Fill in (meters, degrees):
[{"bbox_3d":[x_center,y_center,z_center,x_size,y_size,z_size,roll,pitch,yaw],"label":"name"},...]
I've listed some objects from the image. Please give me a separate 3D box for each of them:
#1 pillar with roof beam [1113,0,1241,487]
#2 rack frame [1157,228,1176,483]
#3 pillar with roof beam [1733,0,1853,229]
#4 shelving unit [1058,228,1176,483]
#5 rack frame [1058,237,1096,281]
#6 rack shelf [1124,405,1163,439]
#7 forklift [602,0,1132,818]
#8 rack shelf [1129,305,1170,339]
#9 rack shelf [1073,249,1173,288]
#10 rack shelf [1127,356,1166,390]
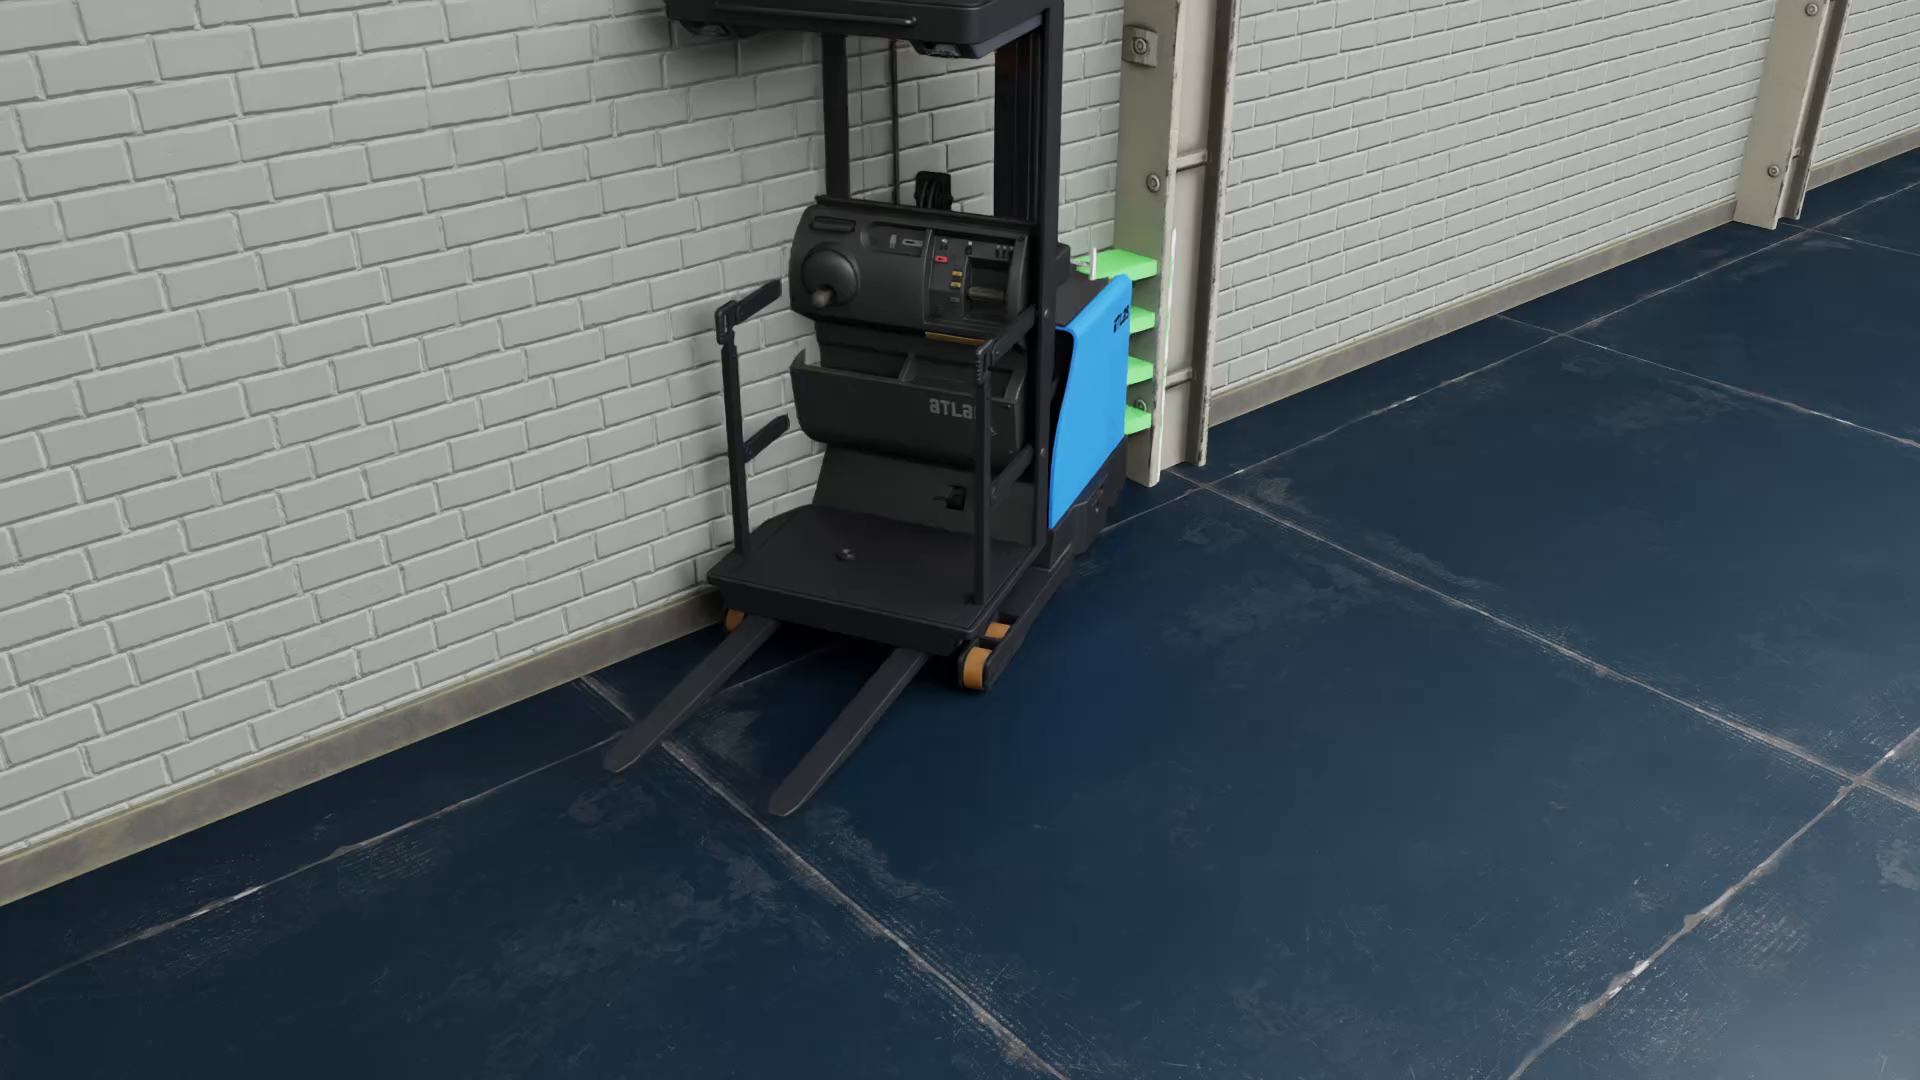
[{"bbox_3d":[3.721,-2.785,2.913,0.400,9.000,9.100,-22,35,-35],"label":"pillar with roof beam"},{"bbox_3d":[0.849,-0.848,7.564,0.015,1.200,0.240,-20,32,-36],"label":"rack frame"},{"bbox_3d":[8.285,-4.620,6.348,0.400,9.000,9.100,-22,35,-35],"label":"pillar with roof beam"},{"bbox_3d":[0.664,-0.781,7.420,0.503,1.200,0.258,-20,32,-36],"label":"shelving unit"},{"bbox_3d":[0.479,-0.714,7.275,0.015,1.200,0.240,-20,32,-36],"label":"rack frame"},{"bbox_3d":[0.661,-0.507,7.551,0.480,0.148,0.258,-20,32,-36],"label":"rack shelf"},{"bbox_3d":[-0.278,-0.955,5.927,1.130,2.935,3.031,11,30,20],"label":"forklift"},{"bbox_3d":[0.666,-0.940,7.344,0.480,0.148,0.258,-20,32,-36],"label":"rack shelf"},{"bbox_3d":[0.669,-1.156,7.240,0.480,0.148,0.258,-20,32,-36],"label":"rack shelf"},{"bbox_3d":[0.664,-0.724,7.447,0.480,0.148,0.258,-20,32,-36],"label":"rack shelf"}]
